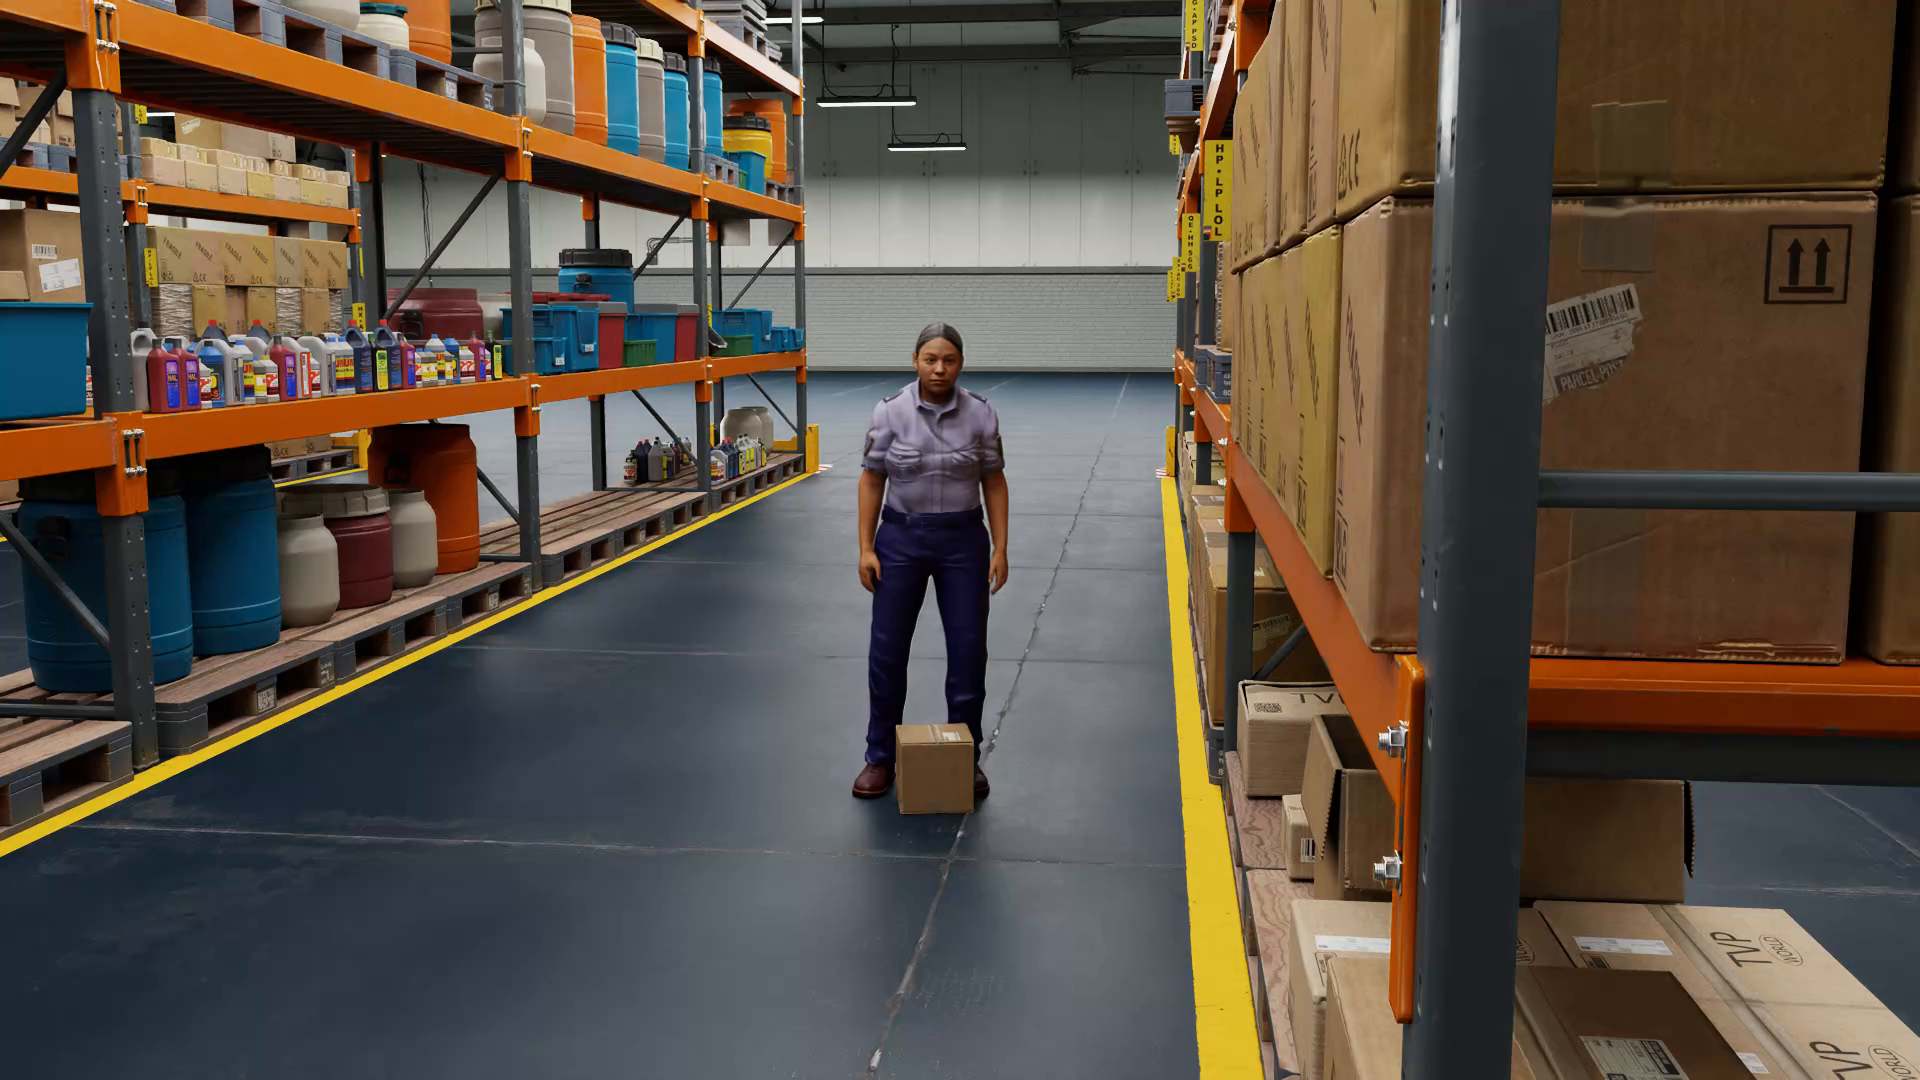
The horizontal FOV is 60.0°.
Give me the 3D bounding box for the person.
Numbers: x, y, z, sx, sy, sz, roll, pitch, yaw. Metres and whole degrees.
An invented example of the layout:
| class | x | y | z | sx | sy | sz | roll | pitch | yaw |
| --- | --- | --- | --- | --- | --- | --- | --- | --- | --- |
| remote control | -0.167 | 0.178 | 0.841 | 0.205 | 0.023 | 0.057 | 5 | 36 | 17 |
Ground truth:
| class | x | y | z | sx | sy | sz | roll | pitch | yaw |
| --- | --- | --- | --- | --- | --- | --- | --- | --- | --- |
| person | -0.107 | 0.061 | 5.874 | 0.560 | 1.652 | 0.363 | 0 | 8 | -3 |
